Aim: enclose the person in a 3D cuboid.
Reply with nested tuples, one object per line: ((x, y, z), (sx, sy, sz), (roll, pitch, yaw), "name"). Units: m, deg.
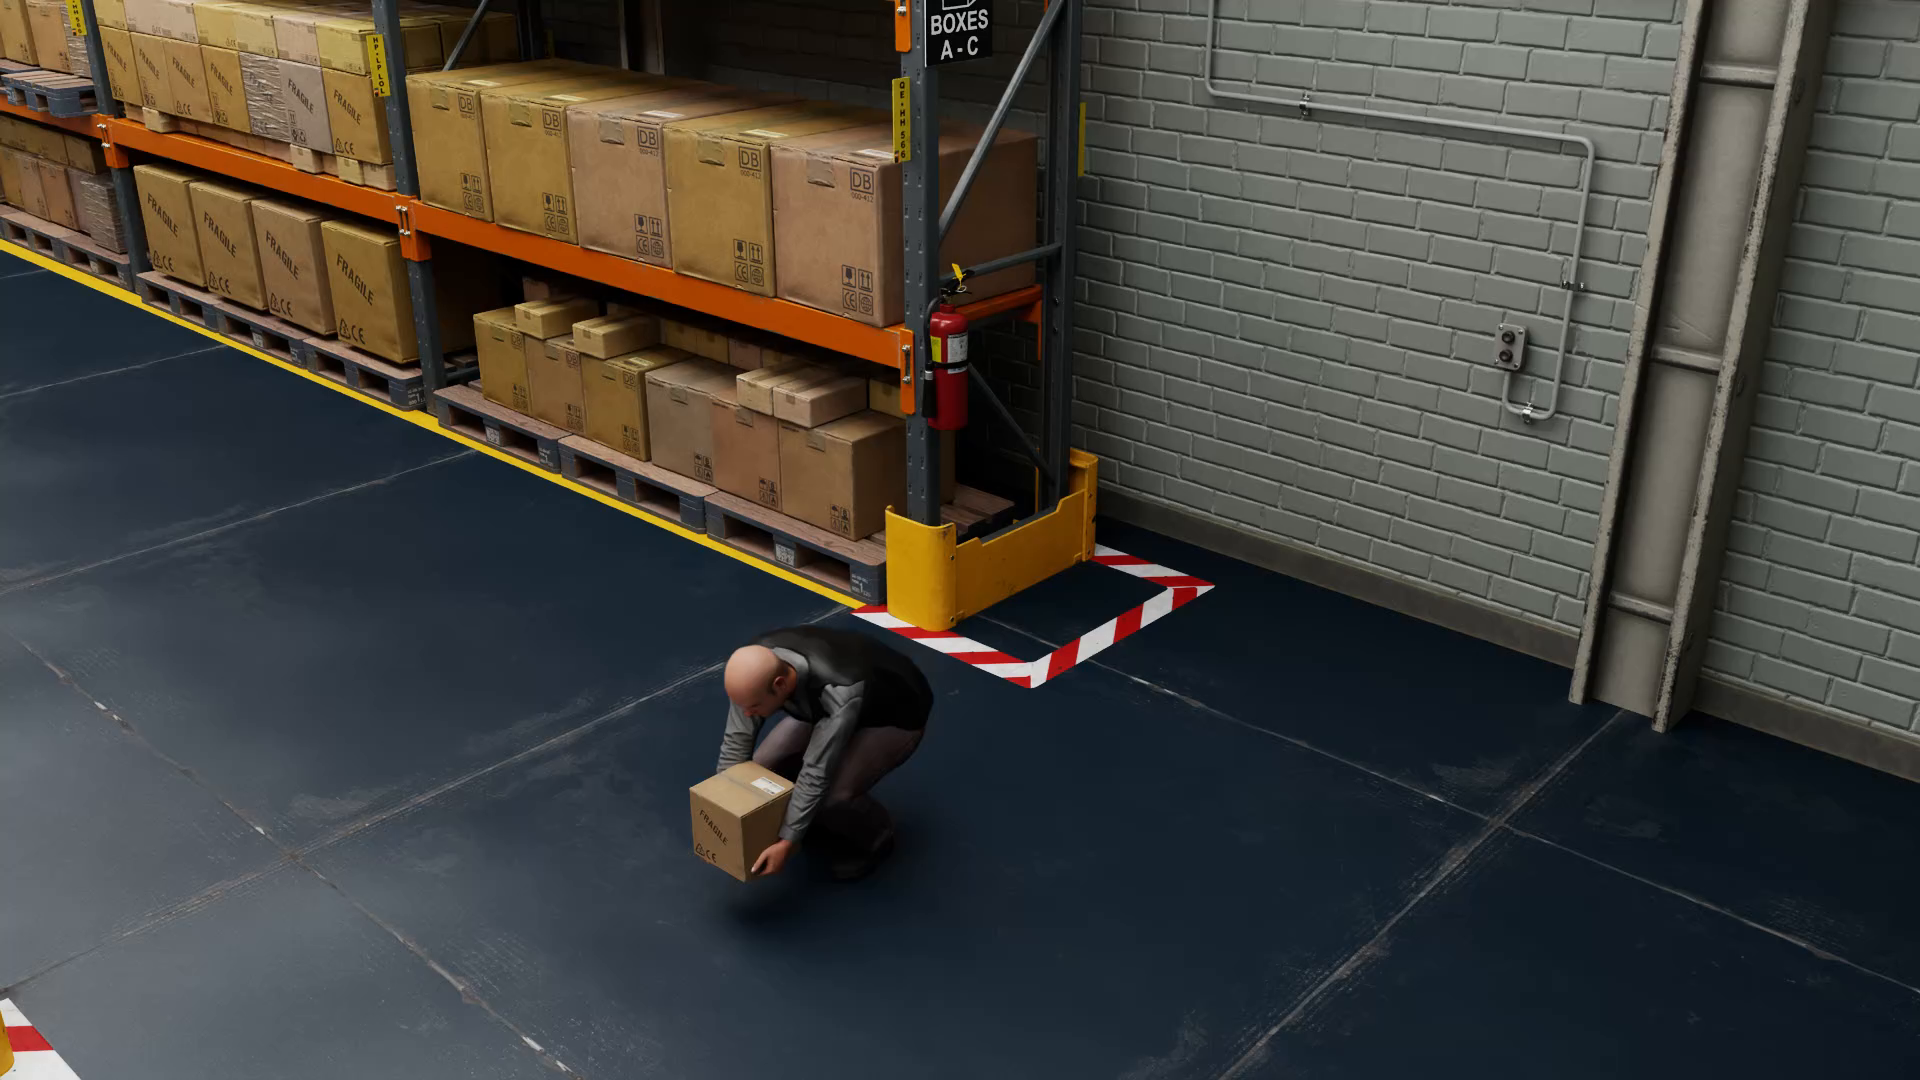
((-0.467, 0.671, 5.564), (0.513, 0.963, 0.877), (19, 30, 37), "person")
